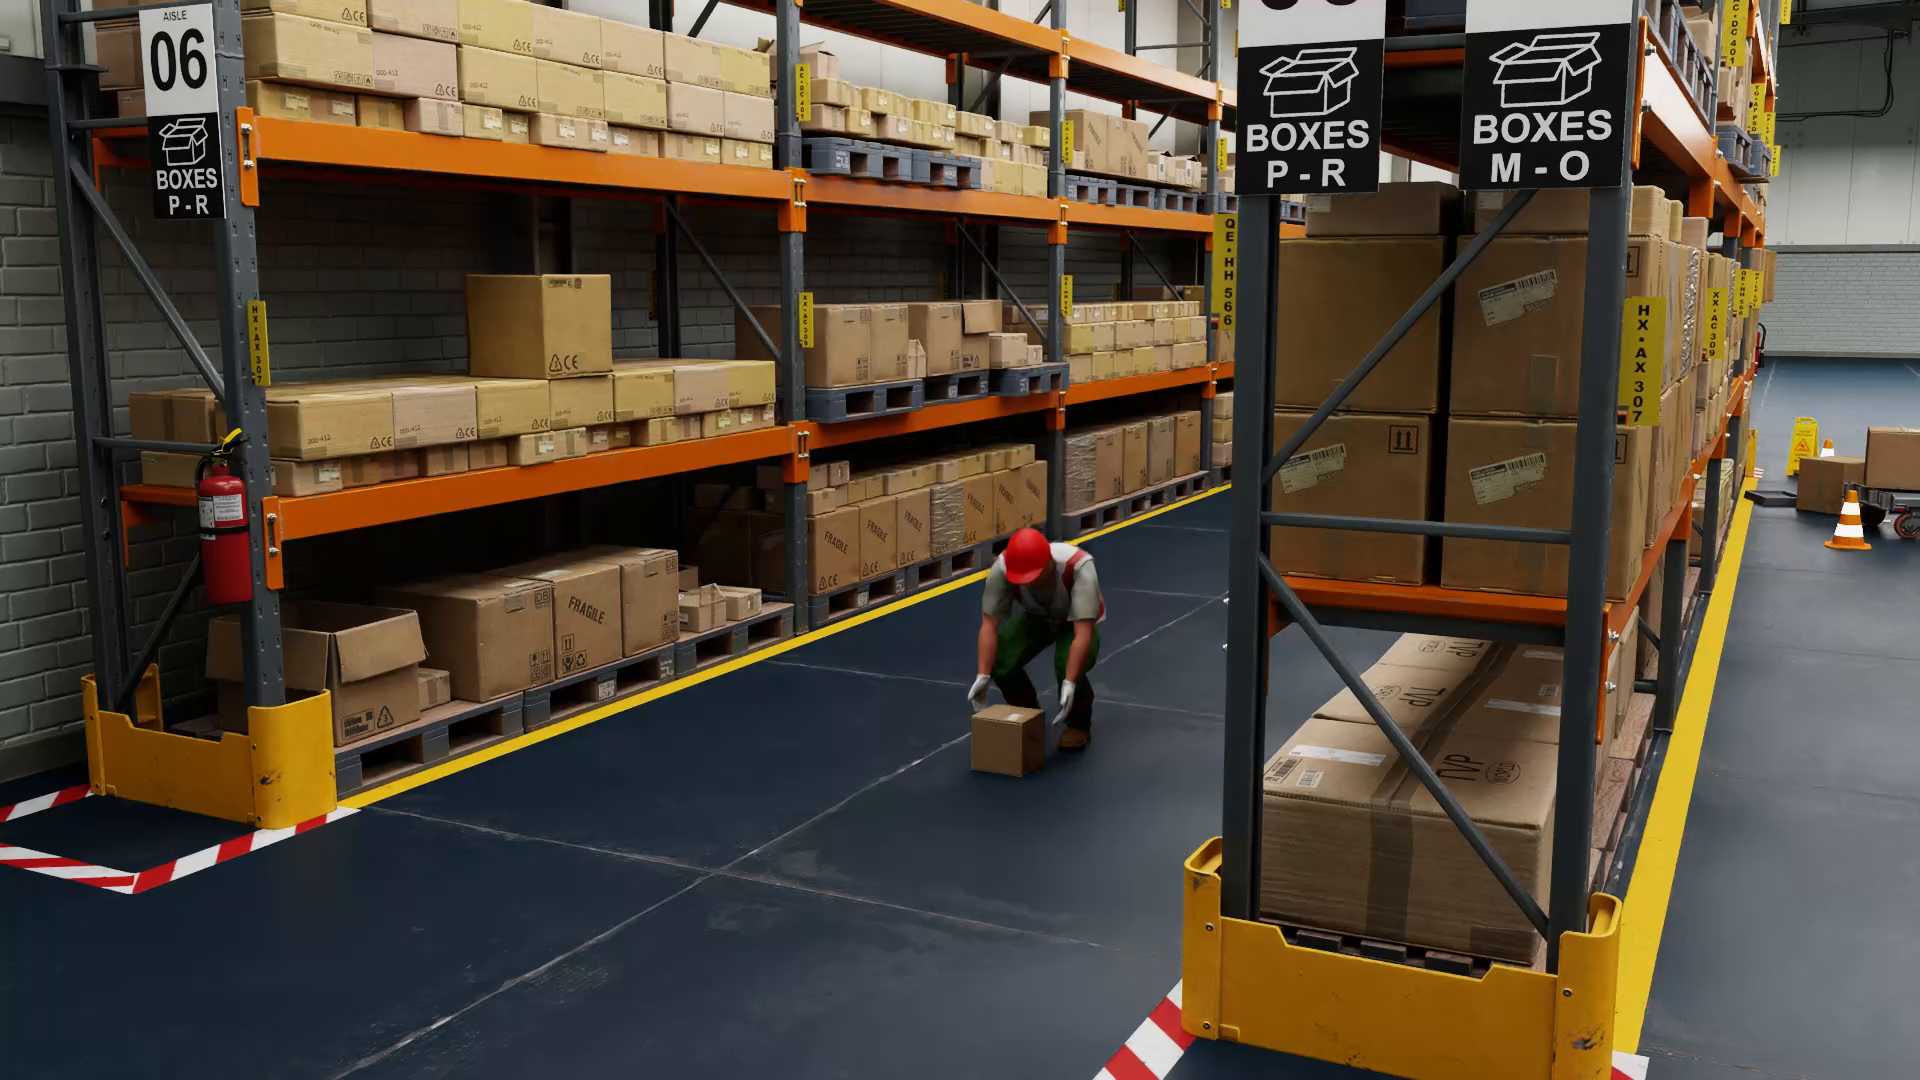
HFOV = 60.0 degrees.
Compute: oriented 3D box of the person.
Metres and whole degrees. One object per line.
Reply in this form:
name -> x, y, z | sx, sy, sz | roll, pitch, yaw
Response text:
person -> 0.328, 0.431, 7.653 | 0.482, 1.130, 0.962 | 4, 10, 24
